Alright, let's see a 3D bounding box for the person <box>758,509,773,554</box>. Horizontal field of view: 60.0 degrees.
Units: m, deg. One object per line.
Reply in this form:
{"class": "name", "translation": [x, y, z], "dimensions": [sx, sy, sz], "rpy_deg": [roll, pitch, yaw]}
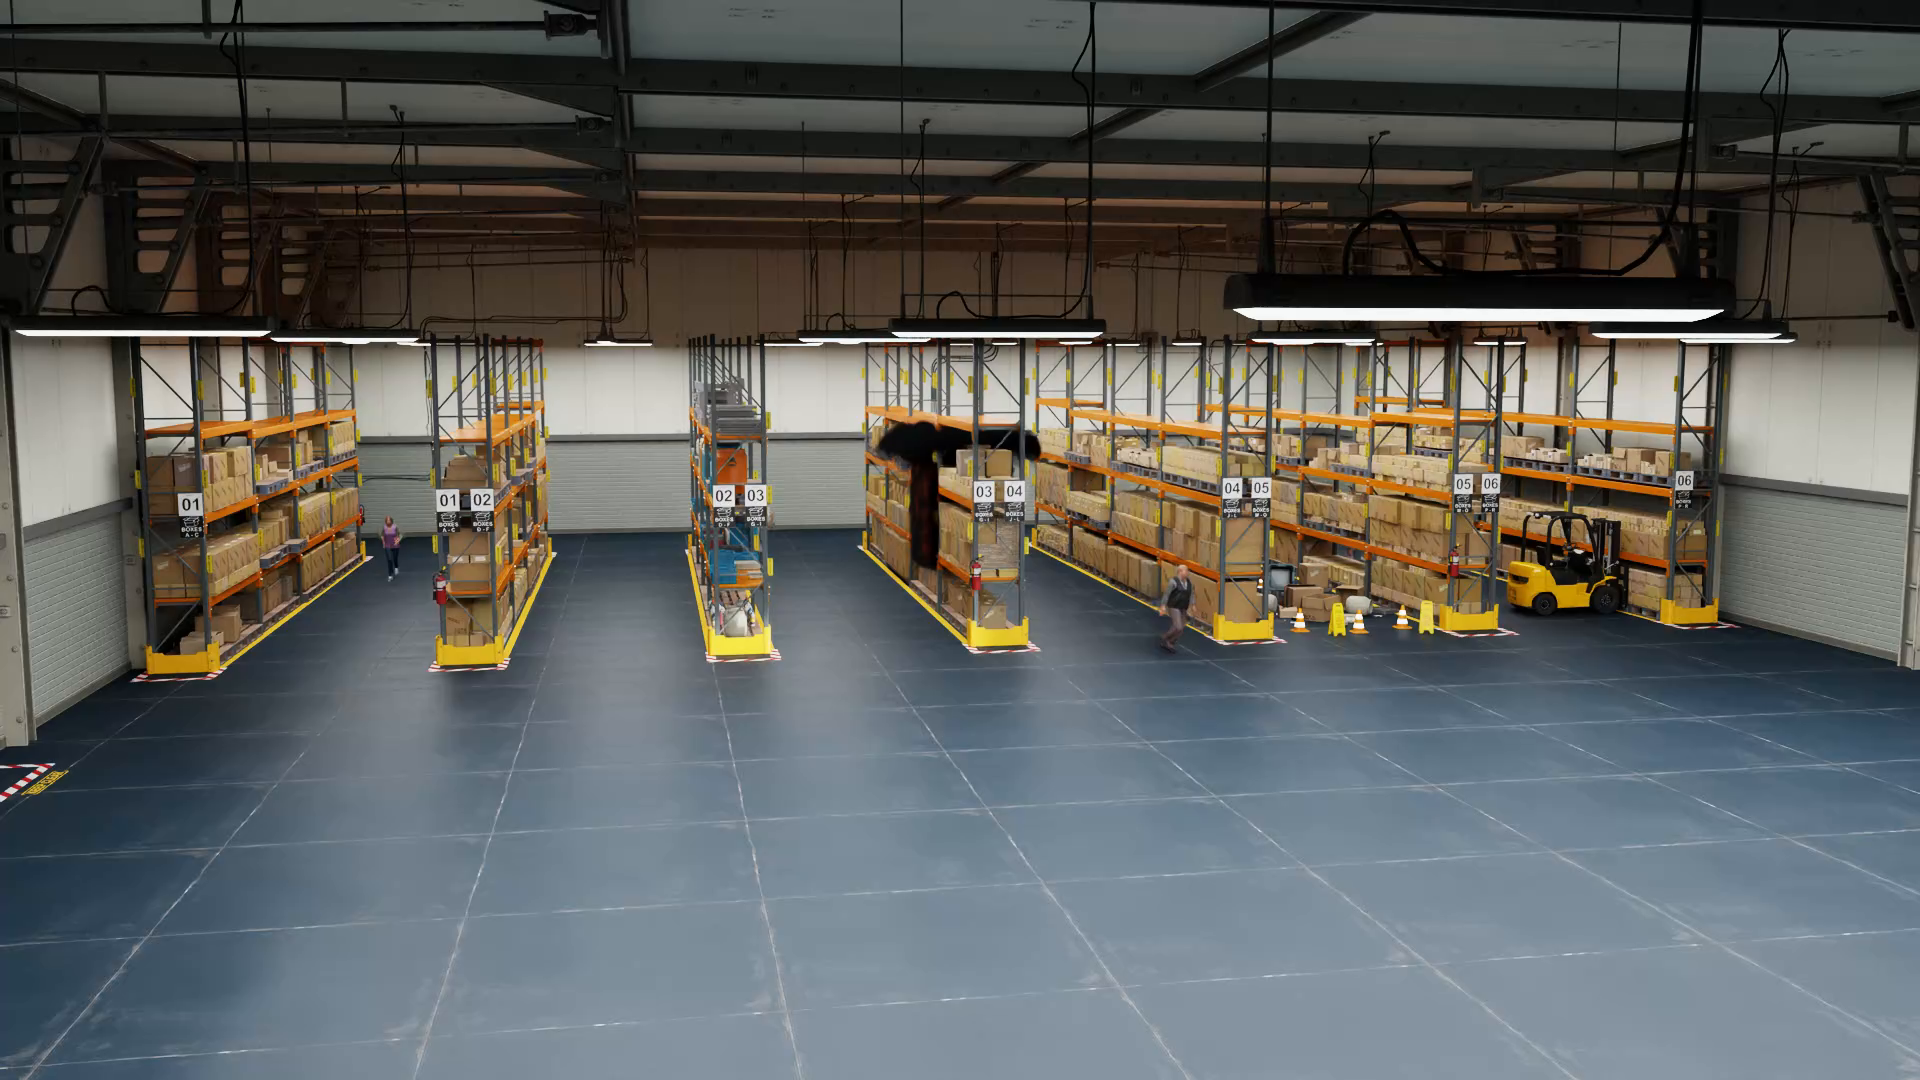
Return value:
{"class": "person", "translation": [-5.536, -0.331, 46.495], "dimensions": [0.622, 1.496, 0.791], "rpy_deg": [0, 7, -1]}

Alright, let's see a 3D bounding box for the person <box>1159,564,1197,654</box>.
{"class": "person", "translation": [4.111, 1.300, 31.360], "dimensions": [0.644, 1.700, 0.570], "rpy_deg": [-5, 8, -39]}

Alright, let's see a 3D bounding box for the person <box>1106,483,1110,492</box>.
{"class": "person", "translation": [4.416, -0.906, 50.104], "dimensions": [0.841, 1.816, 0.693], "rpy_deg": [-2, 7, -16]}

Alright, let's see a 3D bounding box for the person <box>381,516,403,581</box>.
{"class": "person", "translation": [-14.150, 0.191, 41.459], "dimensions": [0.541, 1.607, 0.733], "rpy_deg": [-1, 7, -9]}

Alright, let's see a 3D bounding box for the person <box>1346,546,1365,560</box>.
{"class": "person", "translation": [10.764, -0.238, 45.041], "dimensions": [0.572, 1.637, 0.937], "rpy_deg": [-3, 7, -26]}
